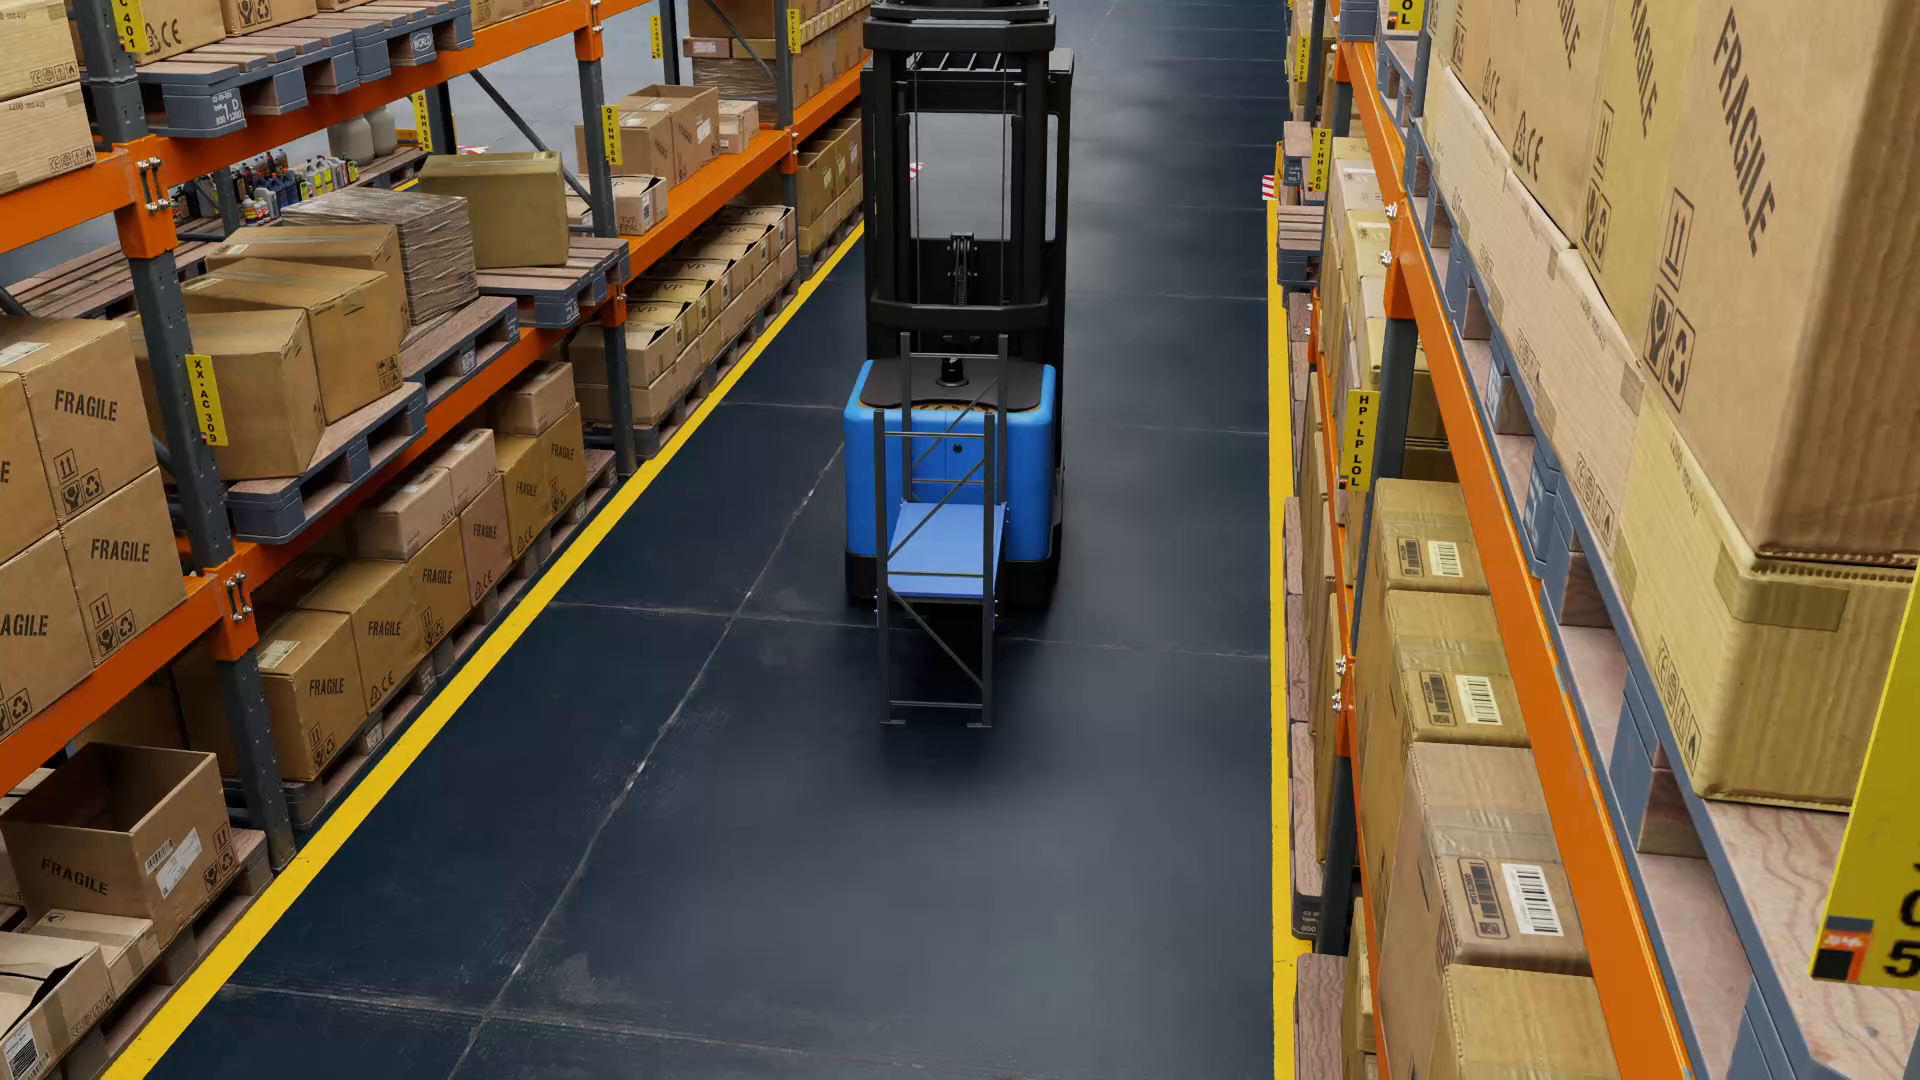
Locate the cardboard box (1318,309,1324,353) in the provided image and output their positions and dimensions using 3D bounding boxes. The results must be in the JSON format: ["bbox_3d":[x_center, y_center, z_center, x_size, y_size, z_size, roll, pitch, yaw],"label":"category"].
[{"bbox_3d":[1.955,-1.016,8.154,0.380,0.149,0.250,5,26,10],"label":"cardboard box"}]

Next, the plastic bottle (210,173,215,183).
[{"bbox_3d":[-6.869,-3.221,15.279,0.061,0.283,0.133,6,26,12],"label":"plastic bottle"}]

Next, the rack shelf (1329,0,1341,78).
[{"bbox_3d":[2.741,-3.321,10.118,1.077,0.370,4.000,4,25,9],"label":"rack shelf"}]

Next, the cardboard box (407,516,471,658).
[{"bbox_3d":[-2.643,0.194,7.726,0.500,0.500,0.500,4,25,9],"label":"cardboard box"}]

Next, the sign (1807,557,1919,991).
[{"bbox_3d":[0.573,0.127,0.952,0.100,0.325,0.005,4,25,9],"label":"sign"}]

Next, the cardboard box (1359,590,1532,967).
[{"bbox_3d":[1.531,0.616,4.043,0.980,0.700,0.700,3,25,7],"label":"cardboard box"}]

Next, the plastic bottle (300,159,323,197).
[{"bbox_3d":[-6.065,-3.377,15.531,0.144,0.351,0.185,4,25,8],"label":"plastic bottle"}]

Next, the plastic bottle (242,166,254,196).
[{"bbox_3d":[-6.666,-3.346,15.545,0.061,0.283,0.133,4,25,9],"label":"plastic bottle"}]

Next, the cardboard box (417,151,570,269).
[{"bbox_3d":[-2.466,-1.758,8.854,0.700,0.500,0.500,-4,25,-9],"label":"cardboard box"}]

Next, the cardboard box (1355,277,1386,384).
[{"bbox_3d":[1.677,-0.734,5.903,0.500,0.250,0.500,5,25,10],"label":"cardboard box"}]

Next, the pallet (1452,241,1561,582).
[{"bbox_3d":[1.414,-0.247,2.807,1.003,0.211,1.213,4,25,9],"label":"pallet"}]

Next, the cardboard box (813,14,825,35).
[{"bbox_3d":[-1.379,-4.444,14.323,0.380,0.149,0.250,3,25,7],"label":"cardboard box"}]

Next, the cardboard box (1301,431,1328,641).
[{"bbox_3d":[2.015,-0.004,7.761,0.750,0.750,0.750,4,25,8],"label":"cardboard box"}]

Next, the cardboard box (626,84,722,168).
[{"bbox_3d":[-2.048,-2.972,11.942,0.500,0.500,0.500,6,26,12],"label":"cardboard box"}]

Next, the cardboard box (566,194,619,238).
[{"bbox_3d":[-2.371,-1.903,9.881,0.500,0.311,0.500,6,26,12],"label":"cardboard box"}]

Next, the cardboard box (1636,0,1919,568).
[{"bbox_3d":[0.957,-0.297,1.487,0.500,0.500,0.500,4,25,8],"label":"cardboard box"}]

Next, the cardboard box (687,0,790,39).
[{"bbox_3d":[-1.754,-4.286,13.219,0.700,0.500,0.500,4,25,9],"label":"cardboard box"}]

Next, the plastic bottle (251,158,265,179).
[{"bbox_3d":[-6.729,-3.526,15.944,0.097,0.271,0.097,0,25,0],"label":"plastic bottle"}]

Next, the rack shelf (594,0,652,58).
[{"bbox_3d":[-2.147,-3.663,10.848,1.077,0.370,4.000,4,25,9],"label":"rack shelf"}]

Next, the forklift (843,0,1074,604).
[{"bbox_3d":[0.050,-1.591,9.191,1.130,2.935,3.031,2,25,4],"label":"forklift"}]

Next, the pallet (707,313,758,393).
[{"bbox_3d":[-2.099,-1.381,11.952,1.003,0.211,1.213,4,25,9],"label":"pallet"}]

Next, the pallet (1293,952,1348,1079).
[{"bbox_3d":[1.559,1.796,5.163,1.003,0.211,1.213,4,25,9],"label":"pallet"}]

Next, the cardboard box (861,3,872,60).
[{"bbox_3d":[-1.255,-4.991,16.256,0.700,0.500,0.500,4,25,9],"label":"cardboard box"}]

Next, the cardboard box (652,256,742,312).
[{"bbox_3d":[-1.852,-1.840,11.729,0.500,0.311,0.500,4,25,8],"label":"cardboard box"}]

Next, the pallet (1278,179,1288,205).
[{"bbox_3d":[3.541,-3.166,15.765,1.003,0.211,1.213,4,25,9],"label":"pallet"}]

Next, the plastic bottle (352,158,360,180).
[{"bbox_3d":[-5.920,-3.618,16.223,0.097,0.201,0.097,0,25,0],"label":"plastic bottle"}]

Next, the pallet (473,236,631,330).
[{"bbox_3d":[-2.515,-1.419,8.969,1.213,0.211,1.003,4,25,9],"label":"pallet"}]

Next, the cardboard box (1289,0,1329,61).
[{"bbox_3d":[3.165,-4.478,14.548,0.500,0.500,0.500,3,25,7],"label":"cardboard box"}]

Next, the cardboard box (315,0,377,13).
[{"bbox_3d":[-2.757,-2.524,6.834,0.600,0.600,0.600,3,25,6],"label":"cardboard box"}]

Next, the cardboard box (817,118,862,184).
[{"bbox_3d":[-1.192,-3.551,15.162,0.500,0.500,0.500,4,25,9],"label":"cardboard box"}]

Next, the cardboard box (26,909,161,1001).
[{"bbox_3d":[-2.943,1.390,5.586,0.380,0.149,0.250,4,25,9],"label":"cardboard box"}]

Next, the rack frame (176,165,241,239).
[{"bbox_3d":[-6.706,-3.812,13.855,1.000,3.000,0.127,4,25,9],"label":"rack frame"}]

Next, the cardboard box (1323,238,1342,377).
[{"bbox_3d":[1.905,-1.030,7.420,0.500,0.500,0.500,4,25,8],"label":"cardboard box"}]

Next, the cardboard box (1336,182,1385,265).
[{"bbox_3d":[1.920,-1.375,7.272,0.500,0.250,0.500,4,25,9],"label":"cardboard box"}]

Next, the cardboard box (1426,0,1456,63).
[{"bbox_3d":[1.367,-1.366,3.771,0.500,0.500,0.500,4,25,8],"label":"cardboard box"}]

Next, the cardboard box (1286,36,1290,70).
[{"bbox_3d":[3.328,-4.557,15.601,0.500,0.250,0.500,3,25,7],"label":"cardboard box"}]

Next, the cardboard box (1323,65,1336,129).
[{"bbox_3d":[2.852,-2.926,11.326,0.700,0.500,0.500,7,26,14],"label":"cardboard box"}]

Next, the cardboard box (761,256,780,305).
[{"bbox_3d":[-1.686,-2.007,12.747,0.500,0.250,0.500,4,25,8],"label":"cardboard box"}]

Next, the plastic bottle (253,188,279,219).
[{"bbox_3d":[-6.196,-3.017,14.852,0.152,0.276,0.135,5,26,10],"label":"plastic bottle"}]

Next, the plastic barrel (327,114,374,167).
[{"bbox_3d":[-6.167,-4.058,16.820,0.421,0.512,0.421,0,25,0],"label":"plastic barrel"}]

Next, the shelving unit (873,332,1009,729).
[{"bbox_3d":[-0.067,-0.064,7.617,0.538,1.500,1.048,2,25,4],"label":"shelving unit"}]

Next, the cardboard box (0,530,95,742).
[{"bbox_3d":[-3.039,0.276,5.003,0.500,0.500,0.500,5,25,10],"label":"cardboard box"}]

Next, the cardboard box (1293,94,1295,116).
[{"bbox_3d":[2.936,-3.493,13.328,0.500,0.250,0.500,4,25,9],"label":"cardboard box"}]

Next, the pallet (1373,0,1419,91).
[{"bbox_3d":[2.181,-1.984,6.635,1.003,0.211,1.213,5,26,11],"label":"pallet"}]

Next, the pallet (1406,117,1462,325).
[{"bbox_3d":[1.616,-0.756,3.893,1.003,0.211,1.213,4,25,9],"label":"pallet"}]

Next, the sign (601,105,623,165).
[{"bbox_3d":[-1.937,-2.249,9.243,0.100,0.325,0.005,4,25,9],"label":"sign"}]

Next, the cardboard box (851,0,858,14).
[{"bbox_3d":[-1.167,-4.984,15.477,0.380,0.149,0.250,4,25,9],"label":"cardboard box"}]

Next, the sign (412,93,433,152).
[{"bbox_3d":[-3.022,-2.355,9.378,0.100,0.325,0.005,4,25,9],"label":"sign"}]

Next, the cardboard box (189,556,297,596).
[{"bbox_3d":[-3.241,0.380,7.330,0.500,0.500,0.500,4,25,9],"label":"cardboard box"}]

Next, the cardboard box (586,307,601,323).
[{"bbox_3d":[-2.553,-1.447,10.889,0.500,0.311,0.500,4,25,8],"label":"cardboard box"}]

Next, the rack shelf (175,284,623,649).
[{"bbox_3d":[-2.801,-0.632,7.910,1.077,0.370,4.000,4,25,9],"label":"rack shelf"}]

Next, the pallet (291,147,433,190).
[{"bbox_3d":[-6.157,-3.847,17.220,1.003,0.211,1.213,4,25,9],"label":"pallet"}]

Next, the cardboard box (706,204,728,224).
[{"bbox_3d":[-2.133,-2.510,13.161,0.500,0.311,0.500,4,25,9],"label":"cardboard box"}]

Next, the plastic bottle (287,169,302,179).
[{"bbox_3d":[-6.215,-3.343,15.547,0.152,0.276,0.135,4,25,9],"label":"plastic bottle"}]

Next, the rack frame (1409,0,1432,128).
[{"bbox_3d":[1.760,-2.496,3.968,1.000,3.000,0.127,4,25,9],"label":"rack frame"}]

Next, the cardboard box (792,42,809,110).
[{"bbox_3d":[-1.674,-3.919,13.967,0.700,0.500,0.500,4,25,8],"label":"cardboard box"}]

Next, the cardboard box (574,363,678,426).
[{"bbox_3d":[-2.099,-0.937,10.462,0.500,0.250,0.500,4,25,8],"label":"cardboard box"}]

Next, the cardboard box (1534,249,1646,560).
[{"bbox_3d":[1.048,-0.175,2.111,0.500,0.250,0.500,3,25,7],"label":"cardboard box"}]
